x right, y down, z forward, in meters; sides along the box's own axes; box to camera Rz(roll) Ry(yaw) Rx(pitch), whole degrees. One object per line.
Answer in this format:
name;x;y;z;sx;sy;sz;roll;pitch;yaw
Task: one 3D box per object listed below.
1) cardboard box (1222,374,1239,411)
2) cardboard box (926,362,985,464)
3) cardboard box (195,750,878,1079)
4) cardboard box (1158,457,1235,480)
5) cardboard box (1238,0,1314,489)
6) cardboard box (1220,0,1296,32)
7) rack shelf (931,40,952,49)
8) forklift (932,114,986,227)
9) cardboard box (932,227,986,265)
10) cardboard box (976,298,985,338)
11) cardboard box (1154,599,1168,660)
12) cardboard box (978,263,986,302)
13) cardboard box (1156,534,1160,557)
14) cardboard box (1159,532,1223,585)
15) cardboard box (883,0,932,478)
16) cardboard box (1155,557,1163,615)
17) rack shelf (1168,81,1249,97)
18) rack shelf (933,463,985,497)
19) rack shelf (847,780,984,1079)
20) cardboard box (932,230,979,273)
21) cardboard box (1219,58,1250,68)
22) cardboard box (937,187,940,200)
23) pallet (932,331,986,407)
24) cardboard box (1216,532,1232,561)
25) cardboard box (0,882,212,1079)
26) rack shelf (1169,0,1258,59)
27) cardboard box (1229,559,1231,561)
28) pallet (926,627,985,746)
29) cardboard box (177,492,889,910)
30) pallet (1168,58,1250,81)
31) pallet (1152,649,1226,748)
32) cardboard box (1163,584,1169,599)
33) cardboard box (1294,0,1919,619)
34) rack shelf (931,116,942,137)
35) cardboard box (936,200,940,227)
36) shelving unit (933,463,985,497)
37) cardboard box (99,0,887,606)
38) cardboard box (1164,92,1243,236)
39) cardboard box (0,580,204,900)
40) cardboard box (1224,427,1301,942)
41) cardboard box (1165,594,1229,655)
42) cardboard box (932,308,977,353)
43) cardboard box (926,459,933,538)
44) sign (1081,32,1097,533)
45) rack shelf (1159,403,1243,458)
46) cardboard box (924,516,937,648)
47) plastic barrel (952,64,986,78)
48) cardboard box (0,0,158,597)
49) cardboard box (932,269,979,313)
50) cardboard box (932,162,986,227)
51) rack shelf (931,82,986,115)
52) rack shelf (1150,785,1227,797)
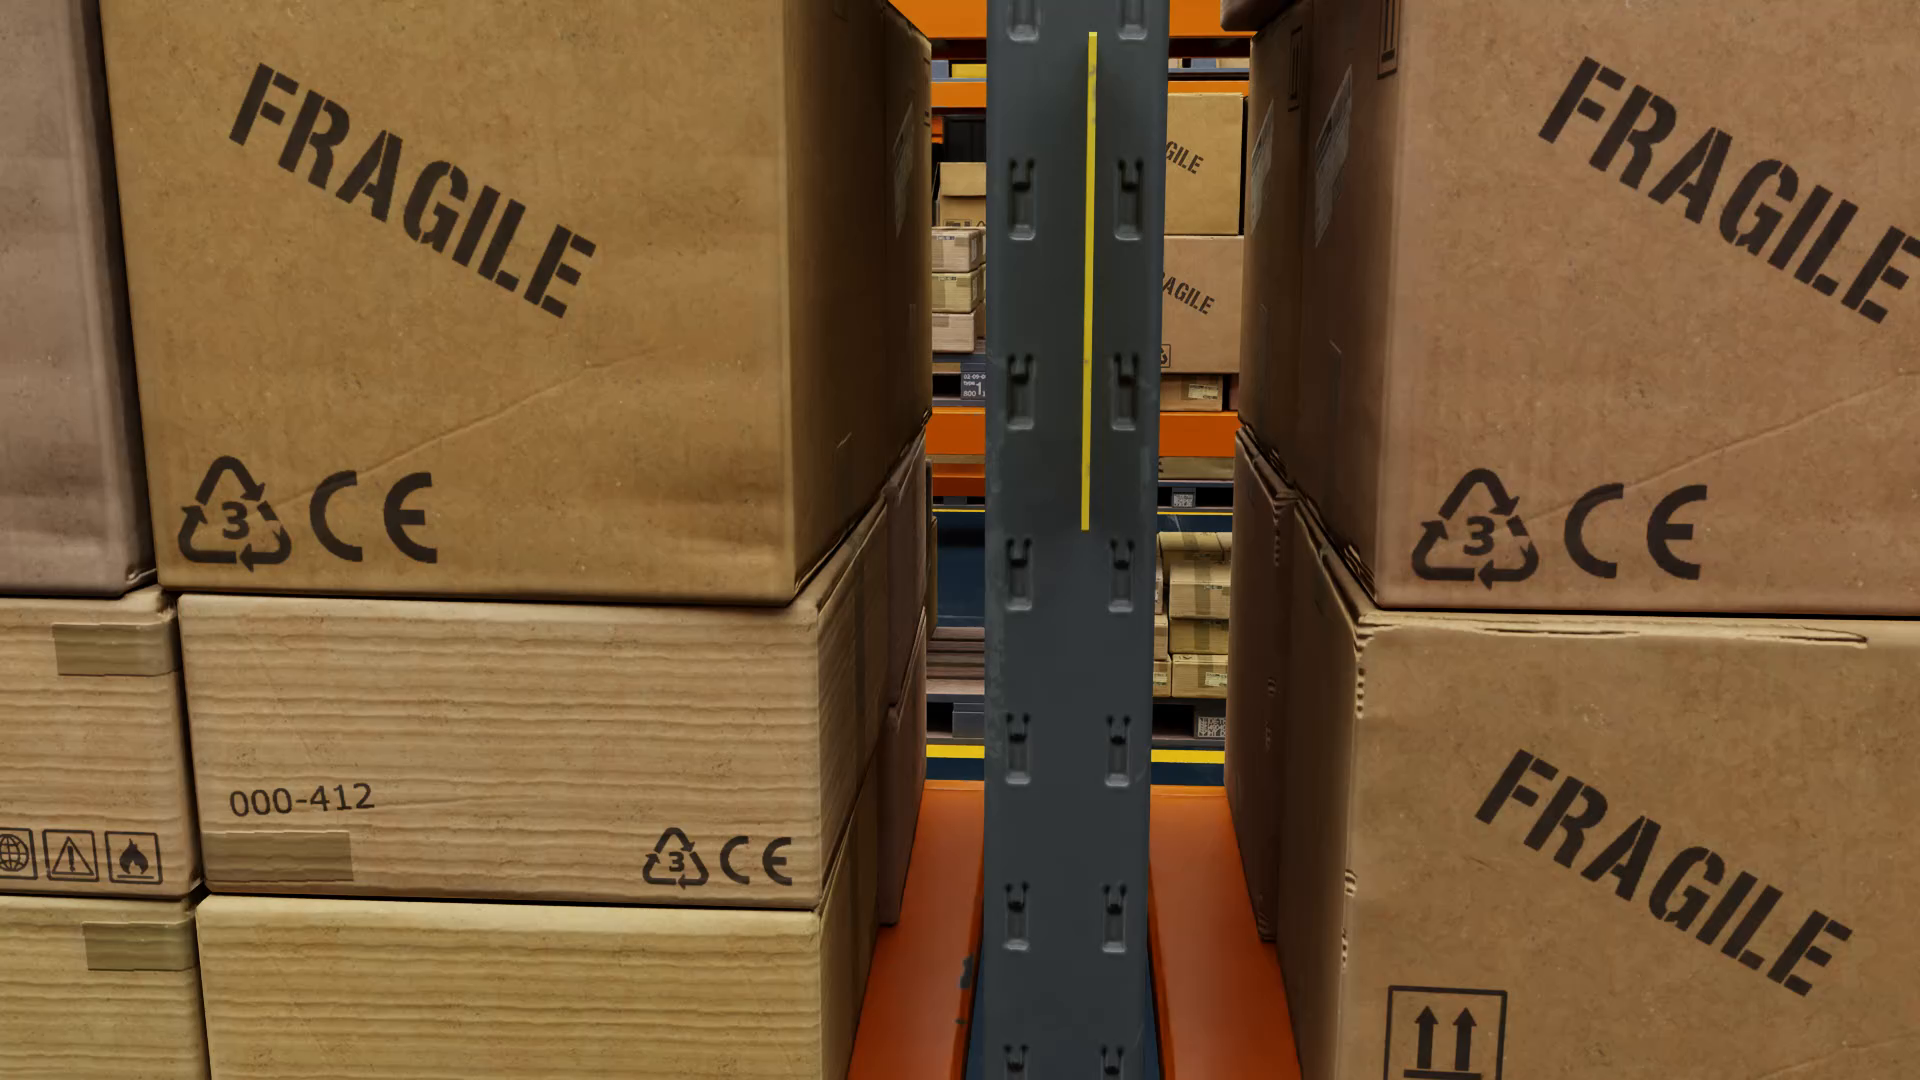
cardboard box;1.137;-0.594;6.397;0.250;0.149;0.380;0;12;1
cardboard box;0.137;-0.951;11.654;0.875;0.875;1.225;1;12;4
cardboard box;-0.350;0.362;1.577;0.500;0.250;0.500;1;12;2
cardboard box;1.430;-0.921;11.510;0.875;0.875;0.875;1;12;4
cardboard box;0.604;-0.345;1.905;0.500;0.500;0.500;1;12;3
cardboard box;0.443;-0.673;1.890;0.250;0.149;0.380;1;12;3
rack shelf;-1.651;-2.008;6.497;3.809;0.124;0.919;1;12;4
forklift;-0.332;-2.308;14.143;3.031;2.935;1.130;4;12;19
cardboard box;-0.018;-1.242;7.016;0.250;0.149;0.380;1;12;7
cardboard box;-0.018;-0.951;7.077;0.250;0.149;0.380;0;12;1
cardboard box;0.685;0.345;6.502;0.250;0.149;0.380;1;12;6
cardboard box;-0.018;-1.097;7.047;0.250;0.149;0.380;1;12;5
cardboard box;0.717;0.081;7.038;0.250;0.149;0.380;1;12;5
cardboard box;0.974;0.077;7.060;0.250;0.149;0.380;1;12;4
cardboard box;-0.305;-0.360;1.975;0.500;0.500;0.500;1;12;4
cardboard box;0.674;0.176;6.583;0.250;0.149;0.380;1;12;6
rack shelf;2.772;-2.870;11.093;4.000;0.370;1.077;1;12;4
rack shelf;0.007;-0.311;10.203;1.000;0.278;0.538;1;12;4
rack shelf;-1.881;0.568;1.983;4.000;0.370;1.077;1;12;4
cardboard box;-0.069;-1.109;6.377;0.250;0.149;0.380;1;12;6
cardboard box;3.428;-5.795;20.635;0.500;0.500;0.700;1;12;4
cardboard box;-0.241;-5.365;25.740;0.500;0.250;0.500;1;12;3
pallet;-0.409;-0.716;6.831;1.213;0.211;1.003;1;12;4
cardboard box;1.223;0.078;7.051;0.250;0.149;0.380;1;12;3
cardboard box;-0.858;0.355;1.611;0.500;0.250;0.500;1;12;3
rack shelf;2.340;-1.858;6.255;4.000;0.370;1.077;1;12;4
cardboard box;1.201;0.186;6.538;0.250;0.149;0.380;1;12;3
pallet;-0.433;0.585;6.954;1.213;0.211;1.003;1;12;4
cardboard box;-0.342;0.116;1.534;0.500;0.250;0.500;1;12;4
pallet;1.592;-3.193;11.095;1.213;0.211;1.003;1;12;4
pallet;1.017;0.598;6.896;1.213;0.211;1.003;1;12;4
cardboard box;0.951;0.216;7.122;0.250;0.149;0.380;0;12;1
cardboard box;0.573;-0.239;1.398;0.500;0.500;0.500;1;12;4
rack shelf;-0.888;-3.936;16.191;4.000;0.370;1.077;1;12;4
cardboard box;-0.325;-4.071;21.133;0.500;0.500;0.700;-2;12;-11
shelving unit;0.007;-0.550;10.152;1.048;1.125;0.538;1;12;4
cardboard box;-0.348;-0.250;1.450;0.500;0.500;0.500;1;12;6
cardboard box;0.778;-1.397;6.209;0.500;0.500;0.500;1;12;5
cardboard box;-0.841;0.110;1.560;0.500;0.250;0.500;1;12;5
cardboard box;0.594;0.149;1.988;0.500;0.500;0.500;1;12;4
cardboard box;0.943;0.330;6.573;0.250;0.149;0.380;1;12;4
cardboard box;-0.065;-0.817;6.435;0.250;0.149;0.380;1;12;2
cardboard box;-0.375;-0.182;7.062;0.500;0.250;0.500;0;12;1
sign;0.088;-0.174;1.137;0.005;0.325;0.100;1;12;4
rack shelf;2.506;-1.610;8.795;4.006;1.845;5.958;1;12;4
cardboard box;-0.375;0.184;7.140;0.500;0.500;0.500;1;12;6
plastic barrel;0.183;-4.530;15.786;0.600;0.588;0.600;0;12;0
cardboard box;-0.865;-0.255;1.477;0.500;0.500;0.500;1;12;5
cardboard box;-0.066;-0.963;6.405;0.250;0.149;0.380;1;12;5
cardboard box;0.139;-2.328;11.378;0.637;0.503;0.797;0;12;2
rack shelf;-1.219;-2.925;11.354;4.000;0.370;1.077;1;12;4
rack shelf;2.110;0.623;1.721;4.000;0.370;1.077;1;12;4
